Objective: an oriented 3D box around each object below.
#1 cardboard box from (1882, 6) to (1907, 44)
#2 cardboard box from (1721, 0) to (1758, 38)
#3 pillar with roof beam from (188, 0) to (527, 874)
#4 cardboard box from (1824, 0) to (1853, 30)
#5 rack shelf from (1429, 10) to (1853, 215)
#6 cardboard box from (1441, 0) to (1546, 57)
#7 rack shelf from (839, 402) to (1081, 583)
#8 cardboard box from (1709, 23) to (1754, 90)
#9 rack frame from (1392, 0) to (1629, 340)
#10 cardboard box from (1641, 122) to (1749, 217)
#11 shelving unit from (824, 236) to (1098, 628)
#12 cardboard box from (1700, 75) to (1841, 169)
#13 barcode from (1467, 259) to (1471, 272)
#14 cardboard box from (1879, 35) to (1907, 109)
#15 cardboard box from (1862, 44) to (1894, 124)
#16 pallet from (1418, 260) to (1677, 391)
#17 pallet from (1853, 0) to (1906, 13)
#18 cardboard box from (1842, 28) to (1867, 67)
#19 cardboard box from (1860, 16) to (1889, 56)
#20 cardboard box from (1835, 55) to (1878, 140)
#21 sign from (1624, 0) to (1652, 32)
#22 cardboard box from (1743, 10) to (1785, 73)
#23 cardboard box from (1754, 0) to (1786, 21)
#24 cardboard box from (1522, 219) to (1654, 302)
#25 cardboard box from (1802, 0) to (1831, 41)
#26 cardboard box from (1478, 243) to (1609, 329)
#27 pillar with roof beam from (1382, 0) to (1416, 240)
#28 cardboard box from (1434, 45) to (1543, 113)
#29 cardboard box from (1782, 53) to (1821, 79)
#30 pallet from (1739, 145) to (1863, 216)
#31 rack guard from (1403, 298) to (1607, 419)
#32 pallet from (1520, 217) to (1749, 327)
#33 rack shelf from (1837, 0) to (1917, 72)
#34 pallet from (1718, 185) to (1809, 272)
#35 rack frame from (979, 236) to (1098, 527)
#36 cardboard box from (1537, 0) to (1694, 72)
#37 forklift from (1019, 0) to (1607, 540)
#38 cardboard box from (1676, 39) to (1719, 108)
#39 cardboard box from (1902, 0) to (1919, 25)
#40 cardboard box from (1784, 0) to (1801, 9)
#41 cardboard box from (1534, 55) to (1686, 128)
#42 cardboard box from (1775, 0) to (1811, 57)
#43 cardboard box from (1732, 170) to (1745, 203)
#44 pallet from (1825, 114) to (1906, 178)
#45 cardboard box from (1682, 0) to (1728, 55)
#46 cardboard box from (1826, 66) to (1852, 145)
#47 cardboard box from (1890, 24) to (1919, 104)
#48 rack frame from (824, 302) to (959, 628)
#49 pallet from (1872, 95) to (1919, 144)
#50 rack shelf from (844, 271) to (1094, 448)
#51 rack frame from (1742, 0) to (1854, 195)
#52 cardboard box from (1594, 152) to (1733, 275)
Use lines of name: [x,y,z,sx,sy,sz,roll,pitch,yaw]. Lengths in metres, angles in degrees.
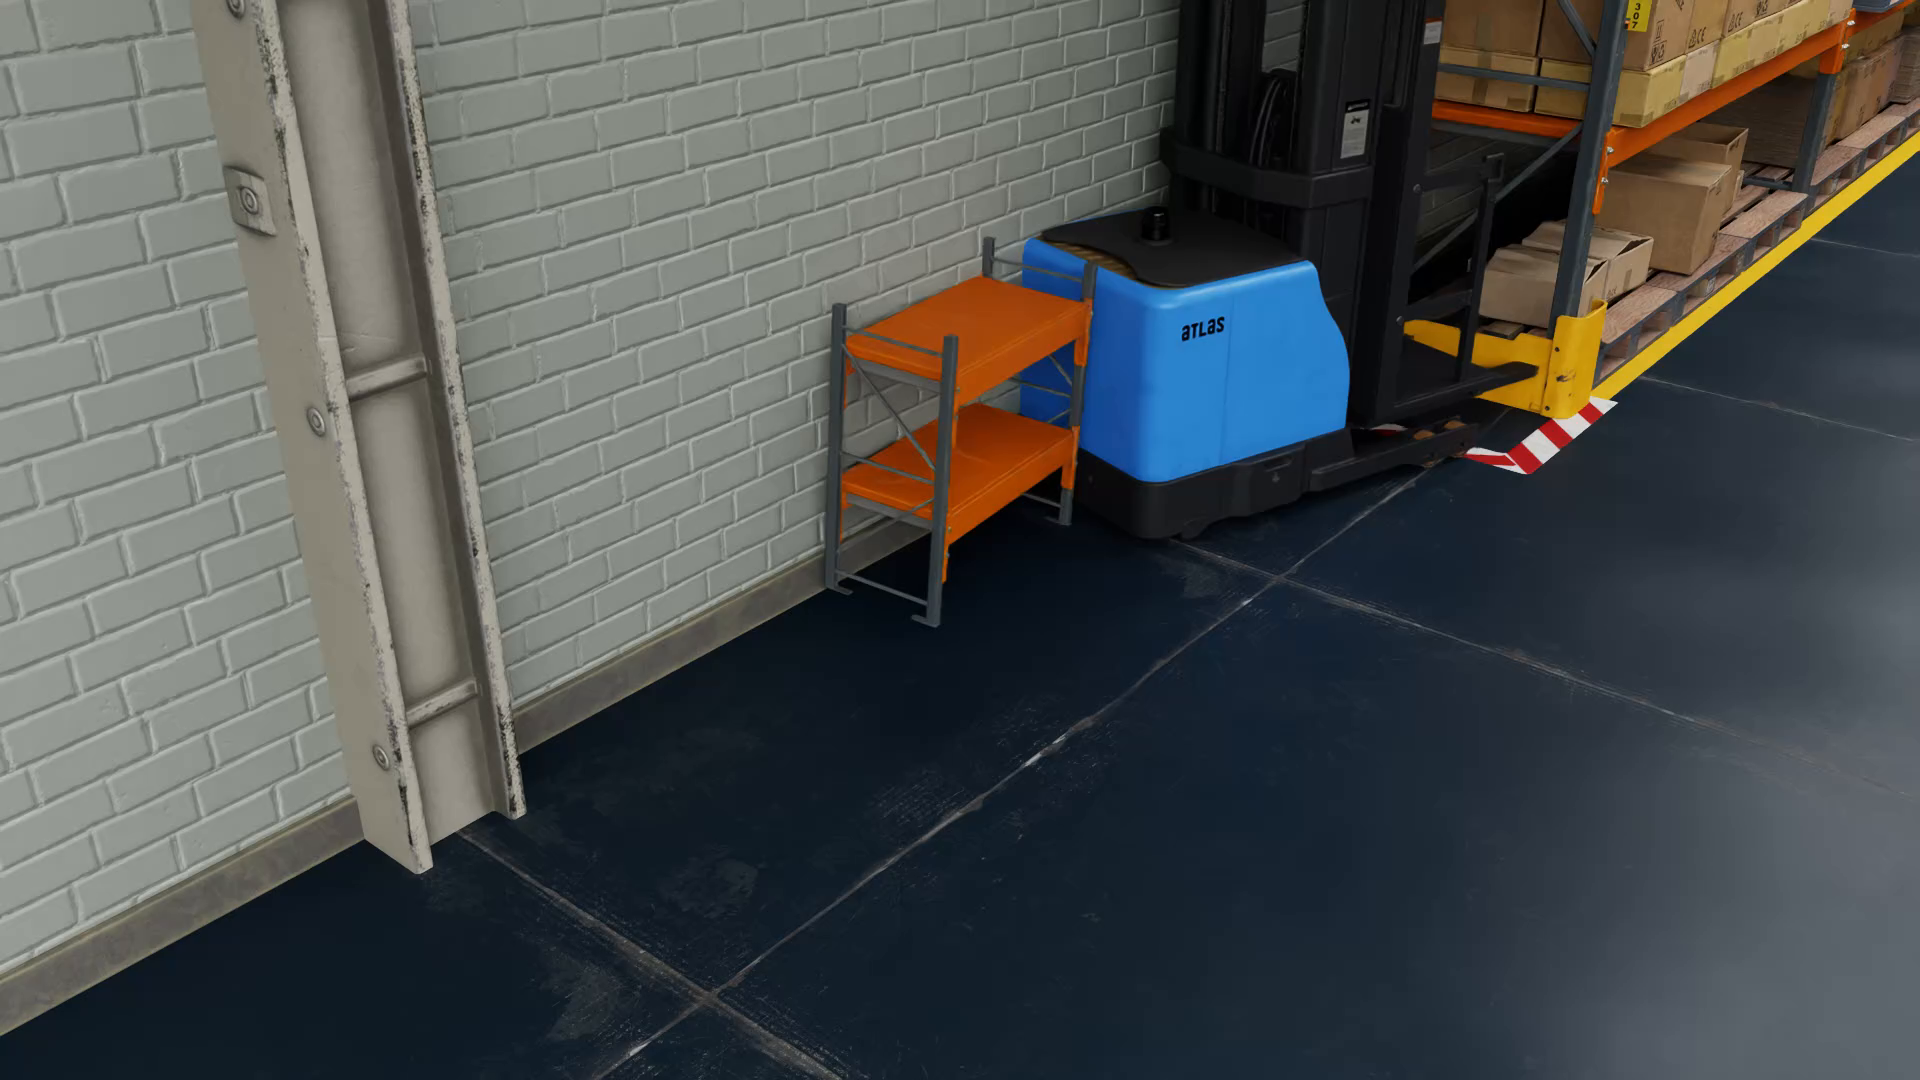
cardboard box: [6.722,-3.895,12.441,0.500,0.250,0.500,21,34,35]
cardboard box: [3.653,-2.805,8.234,0.500,0.500,0.500,19,33,33]
pillar with roof beam: [1.745,-1.875,0.581,9.100,9.000,0.400,21,34,34]
cardboard box: [4.939,-3.199,9.811,0.500,0.250,0.500,21,34,35]
rack shelf: [3.734,-2.485,9.071,1.077,0.370,4.000,21,34,34]
cardboard box: [2.598,-2.600,7.836,0.500,0.500,0.500,20,34,34]
rack shelf: [-0.008,-0.225,6.439,0.538,0.278,1.000,19,31,26]
cardboard box: [3.665,-2.485,8.430,0.500,0.250,0.500,20,34,34]
rack frame: [2.462,-2.095,7.535,1.000,3.000,0.127,21,34,34]
cardboard box: [4.377,-2.219,10.016,0.500,0.500,0.500,18,32,31]
shelving unit: [0.007,-0.440,6.325,0.538,1.125,1.048,19,31,26]
cardboard box: [5.462,-2.864,11.264,0.700,0.500,0.500,22,35,36]
barcode: [2.675,-1.443,8.712,0.001,0.075,0.075,21,34,34]
cardboard box: [6.716,-3.597,12.681,0.700,0.500,0.500,21,34,34]
cardboard box: [6.421,-3.413,12.324,0.700,0.500,0.500,21,34,34]
pallet: [3.054,-1.161,8.765,1.003,0.211,1.213,21,34,34]
pallet: [5.605,-3.656,10.762,1.003,0.211,1.213,21,34,34]
cardboard box: [6.067,-3.540,11.754,0.500,0.250,0.500,20,33,33]
cardboard box: [6.399,-3.712,12.085,0.500,0.250,0.500,21,34,34]
cardboard box: [6.107,-3.231,11.973,0.700,0.500,0.500,21,34,35]
sign: [2.881,-2.321,7.030,0.100,0.325,0.005,21,34,34]
cardboard box: [3.989,-2.663,8.775,0.500,0.250,0.500,21,34,35]
cardboard box: [3.972,-2.992,8.594,0.500,0.500,0.500,22,35,36]
cardboard box: [3.334,-1.517,8.866,0.500,0.311,0.500,24,36,38]
cardboard box: [4.616,-3.025,9.474,0.500,0.250,0.500,21,34,35]
cardboard box: [2.972,-1.315,8.475,0.500,0.311,0.500,17,32,29]
pillar with roof beam: [5.562,-4.002,4.693,9.100,9.000,0.400,21,34,34]
cardboard box: [2.610,-2.260,7.995,0.500,0.250,0.500,21,34,35]
cardboard box: [5.739,-3.354,11.395,0.500,0.250,0.500,20,33,33]
pallet: [5.500,-2.551,11.452,1.003,0.211,1.213,21,34,34]
rack guard: [2.510,-1.012,8.162,1.175,0.500,0.348,21,34,34]
pallet: [3.831,-1.592,9.597,1.003,0.211,1.213,21,34,34]
rack shelf: [6.279,-3.903,11.813,1.077,0.370,4.000,21,34,34]
pallet: [4.606,-2.026,10.437,1.003,0.211,1.213,21,34,34]
rack frame: [0.272,-0.628,6.716,0.500,1.125,0.032,19,31,26]
cardboard box: [2.998,-2.452,7.550,0.500,0.500,0.500,21,34,34]
forklift: [1.714,-1.806,7.051,3.031,2.935,1.130,-17,32,-29]
cardboard box: [3.337,-2.306,8.084,0.500,0.250,0.500,20,33,33]
cardboard box: [8.120,-4.386,13.845,0.750,0.750,0.750,20,34,34]
cardboard box: [4.303,-3.177,8.951,0.500,0.500,0.500,20,33,33]
cardboard box: [3.018,-2.117,7.720,0.500,0.250,0.500,20,33,33]
cardboard box: [4.308,-2.842,9.120,0.500,0.250,0.500,21,34,34]
cardboard box: [4.689,-2.252,10.443,0.380,0.166,0.250,16,31,28]
pallet: [6.276,-2.986,12.292,1.003,0.211,1.213,21,34,34]
cardboard box: [3.320,-2.624,7.883,0.500,0.500,0.500,21,34,35]
cardboard box: [5.752,-3.062,11.646,0.700,0.500,0.500,20,33,33]
cardboard box: [7.133,-3.746,12.968,0.700,0.500,0.500,21,34,35]
rack frame: [-0.258,-0.253,5.934,0.500,1.125,0.032,19,31,26]
pallet: [7.052,-3.416,13.124,1.003,0.211,1.213,21,34,34]
rack shelf: [0.025,-0.699,6.189,0.538,0.278,1.000,19,31,26]
rack frame: [5.006,-3.513,10.277,1.000,3.000,0.127,21,34,34]
cardboard box: [3.839,-1.847,9.297,0.700,0.500,0.500,18,33,31]
